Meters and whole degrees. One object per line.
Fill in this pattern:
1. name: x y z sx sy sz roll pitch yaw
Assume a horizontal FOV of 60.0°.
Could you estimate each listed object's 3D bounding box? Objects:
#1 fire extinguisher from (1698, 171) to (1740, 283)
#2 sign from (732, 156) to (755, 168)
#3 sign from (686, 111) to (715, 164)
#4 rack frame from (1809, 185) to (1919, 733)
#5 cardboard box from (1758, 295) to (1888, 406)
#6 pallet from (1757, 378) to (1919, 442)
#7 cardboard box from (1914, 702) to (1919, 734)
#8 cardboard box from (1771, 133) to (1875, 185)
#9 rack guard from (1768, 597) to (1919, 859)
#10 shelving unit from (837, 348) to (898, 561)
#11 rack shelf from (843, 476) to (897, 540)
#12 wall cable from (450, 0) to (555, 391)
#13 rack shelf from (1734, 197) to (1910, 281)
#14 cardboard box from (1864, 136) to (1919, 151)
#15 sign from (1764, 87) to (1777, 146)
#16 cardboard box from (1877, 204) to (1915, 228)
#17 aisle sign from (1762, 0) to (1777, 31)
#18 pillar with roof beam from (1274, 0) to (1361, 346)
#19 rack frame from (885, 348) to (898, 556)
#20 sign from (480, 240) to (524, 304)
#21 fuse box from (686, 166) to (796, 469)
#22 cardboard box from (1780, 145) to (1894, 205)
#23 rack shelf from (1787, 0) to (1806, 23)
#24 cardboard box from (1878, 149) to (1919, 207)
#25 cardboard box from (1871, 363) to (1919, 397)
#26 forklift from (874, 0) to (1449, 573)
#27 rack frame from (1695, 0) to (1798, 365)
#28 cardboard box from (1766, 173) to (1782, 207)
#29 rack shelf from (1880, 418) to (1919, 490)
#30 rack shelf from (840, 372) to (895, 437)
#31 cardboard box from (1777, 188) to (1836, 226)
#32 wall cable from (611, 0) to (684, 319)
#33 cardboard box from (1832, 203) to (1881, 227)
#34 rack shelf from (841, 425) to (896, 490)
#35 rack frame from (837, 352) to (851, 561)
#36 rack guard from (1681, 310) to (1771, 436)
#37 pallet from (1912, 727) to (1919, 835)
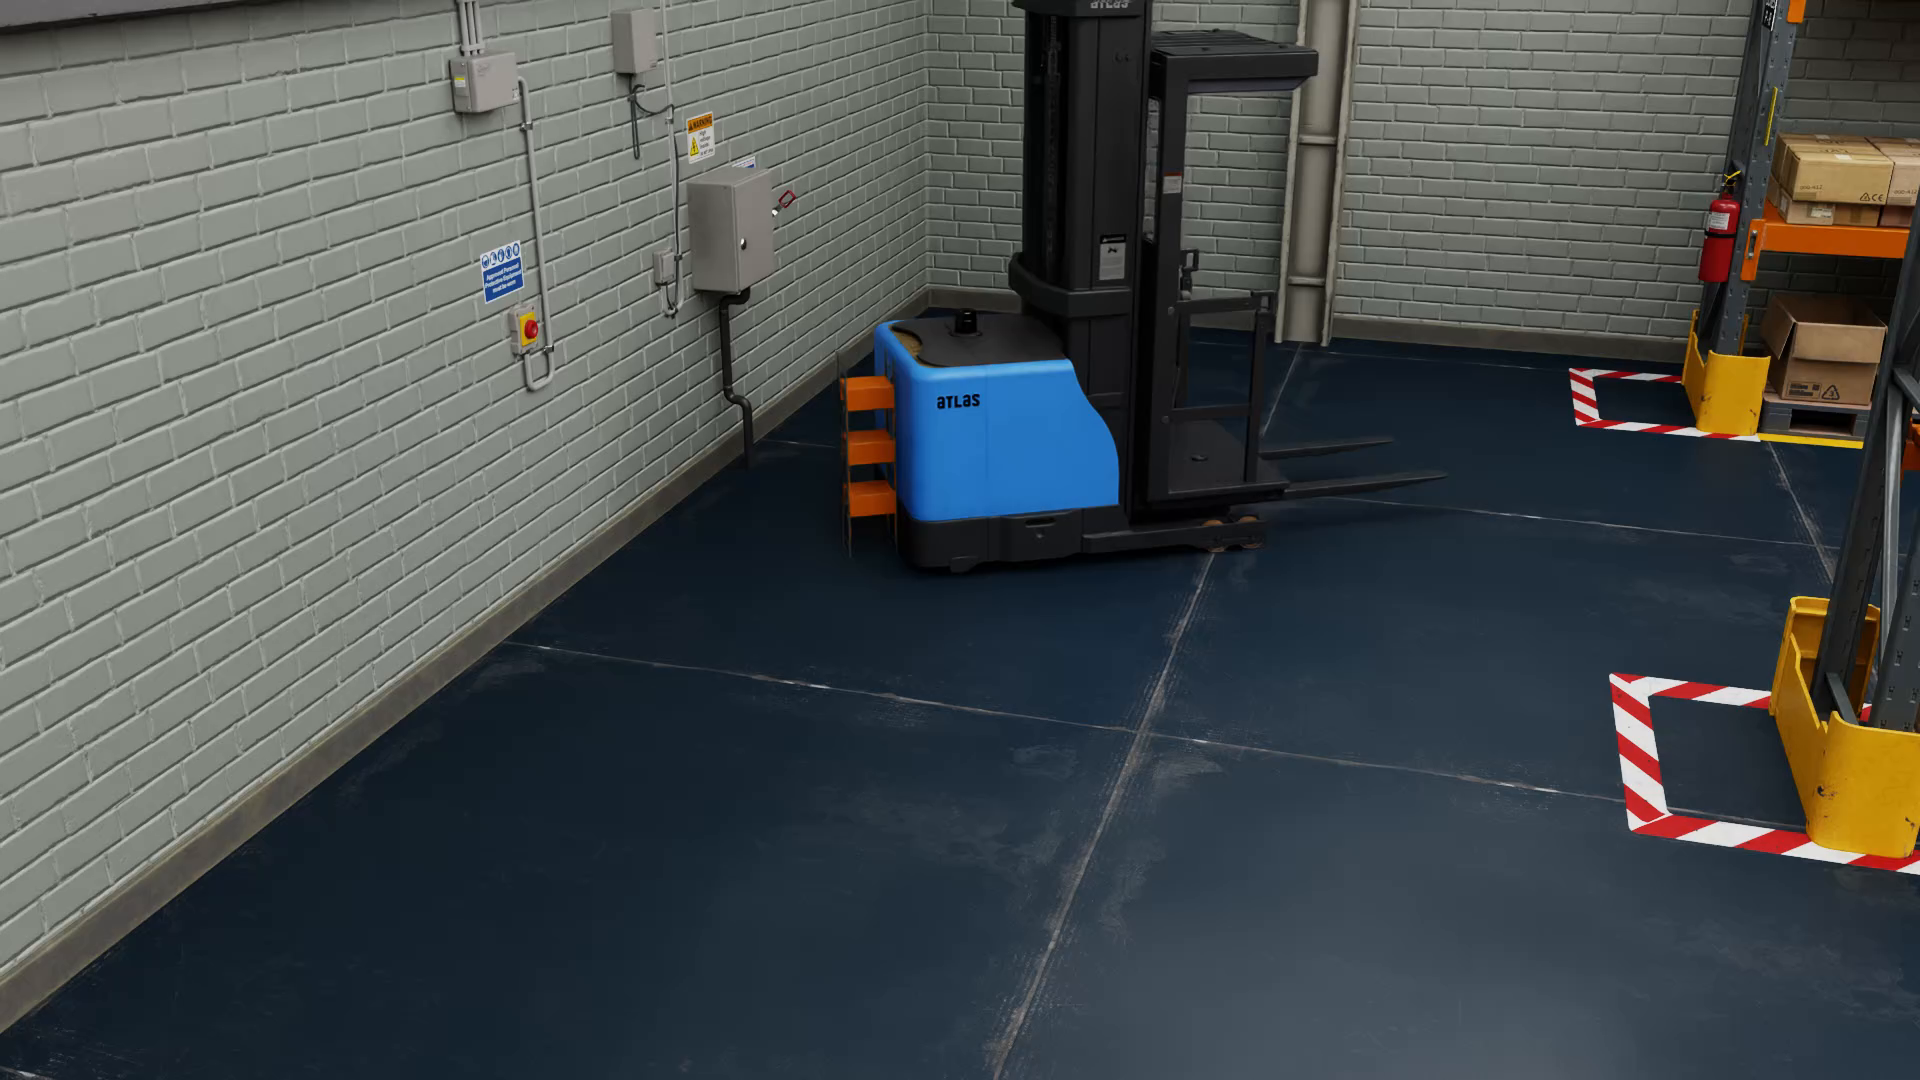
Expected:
1. fire extinguisher: 4.611 -1.907 10.061 0.183 0.674 0.296 7 23 16
2. sign: -1.260 -1.979 9.766 0.001 0.494 0.329 7 23 16
3. sign: -1.418 -2.205 9.105 0.001 0.242 0.339 7 23 16
4. rack frame: 3.455 -0.464 5.948 0.127 3.000 1.000 7 23 16
5. cardboard box: 5.443 -1.205 10.492 0.637 0.503 0.797 6 23 13
6. pallet: 5.721 -0.882 10.642 1.213 0.211 1.003 7 23 16
7. cardboard box: 4.115 0.564 6.266 0.875 0.438 0.875 6 23 14
8. cardboard box: 5.402 -2.382 10.429 0.500 0.250 0.500 7 23 17
9. rack guard: 3.432 0.690 6.429 0.348 0.500 1.175 7 23 16
10. shelving unit: -0.467 -0.429 8.432 0.252 1.050 0.215 -6 23 -14
11. rack shelf: -0.467 -0.162 8.542 0.240 0.259 0.215 -6 23 -14
12. wall cable: -1.950 -1.558 7.235 0.123 1.953 0.585 7 23 16
13. rack shelf: 6.800 -1.715 9.947 4.000 0.370 1.077 7 23 16
14. cardboard box: 5.895 -2.325 10.291 0.500 0.250 0.500 7 23 16
15. sign: 4.728 -2.471 9.700 0.005 0.325 0.100 7 23 16
16. cardboard box: 5.639 -1.988 9.996 0.250 0.149 0.380 6 23 15
17. aisle sign: 4.735 -3.371 9.610 0.004 0.787 0.394 7 23 16
18. pillar with roof beam: 1.320 -4.102 6.913 0.400 9.000 9.100 7 23 16
19. rack frame: -0.349 -0.441 8.461 0.008 1.050 0.200 -6 23 -14
20. sign: -2.023 -1.187 7.356 0.001 0.218 0.327 7 23 16
21. fuse box: -1.204 -1.224 9.500 0.414 1.711 0.539 7 23 16
22. cardboard box: 5.241 -2.188 9.957 0.500 0.250 0.500 7 23 16
23. rack shelf: 6.800 -3.103 9.378 4.000 0.370 1.077 7 23 16
24. cardboard box: 5.724 -2.133 9.823 0.500 0.250 0.500 7 23 16
25. cardboard box: 5.839 -0.981 10.411 0.250 0.149 0.380 6 23 13
26. forklift: 1.110 -1.479 8.513 3.031 2.935 1.130 -6 23 -13
27. rack frame: 4.885 -2.267 10.345 0.127 3.000 1.000 7 23 16
28. cardboard box: 5.280 -2.212 10.542 0.250 0.149 0.380 6 23 15
29. rack shelf: 5.369 0.088 5.550 4.000 0.370 1.077 7 23 16
30. rack shelf: -0.467 -0.682 8.329 0.240 0.259 0.215 -6 23 -14
31. cardboard box: 5.120 -2.016 10.062 0.250 0.149 0.380 6 23 15
32. wall cable: -1.552 -2.060 8.500 0.122 1.984 0.588 7 23 16
33. cardboard box: 5.377 -2.004 10.035 0.250 0.149 0.380 7 23 17
34. rack shelf: -0.467 -0.419 8.436 0.240 0.259 0.215 -6 23 -14
35. rack frame: -0.585 -0.417 8.404 0.008 1.050 0.200 -6 23 -14
36. rack guard: 4.958 -1.103 10.799 0.348 0.500 1.175 7 23 16
37. pallet: 4.243 0.886 6.333 1.213 0.211 1.003 7 23 16
